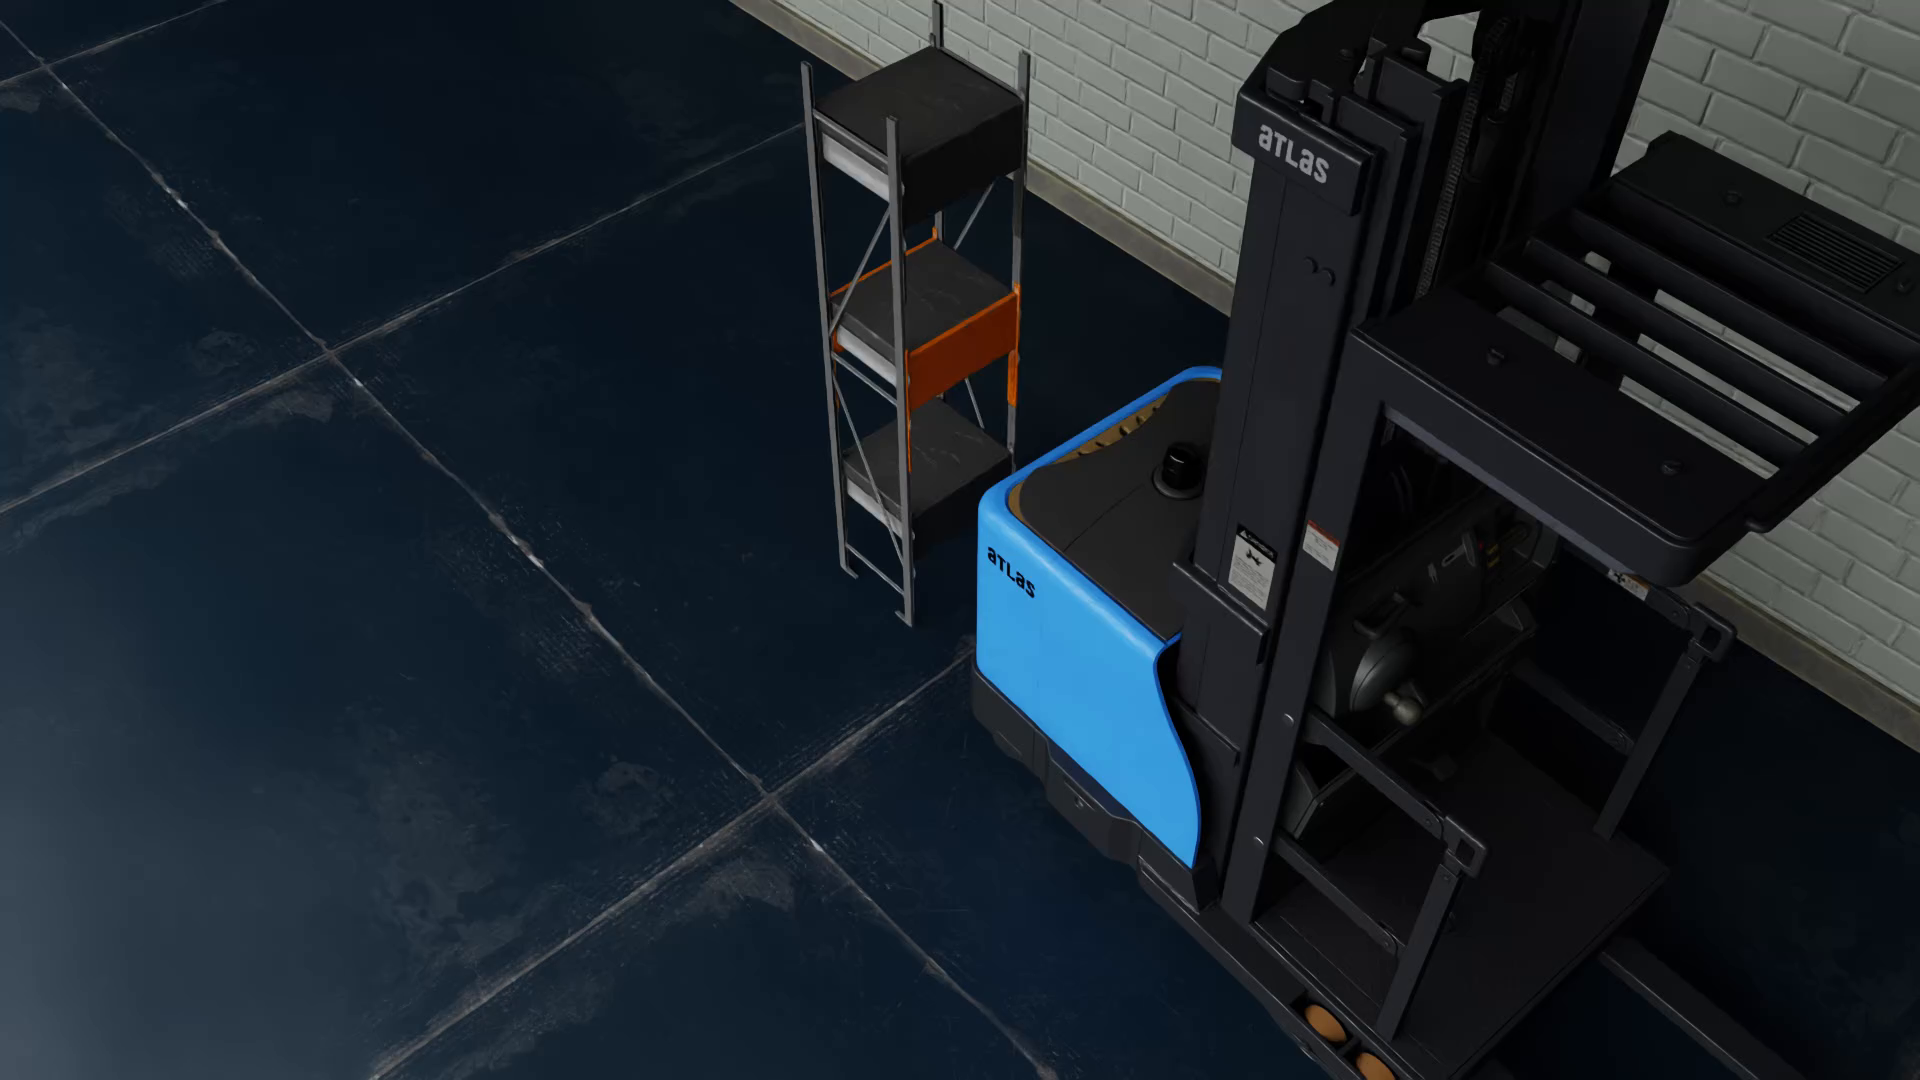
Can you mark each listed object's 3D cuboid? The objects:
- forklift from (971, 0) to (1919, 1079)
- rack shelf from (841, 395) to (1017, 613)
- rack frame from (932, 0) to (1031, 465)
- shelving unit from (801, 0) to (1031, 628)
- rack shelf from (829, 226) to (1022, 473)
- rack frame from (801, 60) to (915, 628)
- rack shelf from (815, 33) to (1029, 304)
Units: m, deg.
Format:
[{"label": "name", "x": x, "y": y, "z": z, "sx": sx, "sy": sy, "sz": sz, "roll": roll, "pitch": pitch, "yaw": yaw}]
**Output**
[{"label": "forklift", "x": 1.368, "y": 0.207, "z": 4.064, "sx": 1.130, "sy": 2.935, "sz": 3.031, "roll": -32, "pitch": 55, "yaw": -26}, {"label": "rack shelf", "x": -0.122, "y": -0.146, "z": 5.927, "sx": 0.480, "sy": 0.518, "sz": 0.431, "roll": -34, "pitch": 56, "yaw": -27}, {"label": "rack frame", "x": 0.058, "y": -0.751, "z": 5.514, "sx": 0.015, "sy": 2.100, "sz": 0.400, "roll": -34, "pitch": 56, "yaw": -27}, {"label": "shelving unit", "x": -0.122, "y": -0.630, "z": 5.403, "sx": 0.503, "sy": 2.100, "sz": 0.431, "roll": -34, "pitch": 56, "yaw": -27}, {"label": "rack shelf", "x": -0.122, "y": -0.621, "z": 5.413, "sx": 0.480, "sy": 0.518, "sz": 0.431, "roll": -34, "pitch": 56, "yaw": -27}, {"label": "rack frame", "x": -0.303, "y": -0.510, "z": 5.291, "sx": 0.015, "sy": 2.100, "sz": 0.400, "roll": -34, "pitch": 56, "yaw": -27}, {"label": "rack shelf", "x": -0.122, "y": -1.096, "z": 4.898, "sx": 0.480, "sy": 0.518, "sz": 0.431, "roll": -34, "pitch": 56, "yaw": -27}]
